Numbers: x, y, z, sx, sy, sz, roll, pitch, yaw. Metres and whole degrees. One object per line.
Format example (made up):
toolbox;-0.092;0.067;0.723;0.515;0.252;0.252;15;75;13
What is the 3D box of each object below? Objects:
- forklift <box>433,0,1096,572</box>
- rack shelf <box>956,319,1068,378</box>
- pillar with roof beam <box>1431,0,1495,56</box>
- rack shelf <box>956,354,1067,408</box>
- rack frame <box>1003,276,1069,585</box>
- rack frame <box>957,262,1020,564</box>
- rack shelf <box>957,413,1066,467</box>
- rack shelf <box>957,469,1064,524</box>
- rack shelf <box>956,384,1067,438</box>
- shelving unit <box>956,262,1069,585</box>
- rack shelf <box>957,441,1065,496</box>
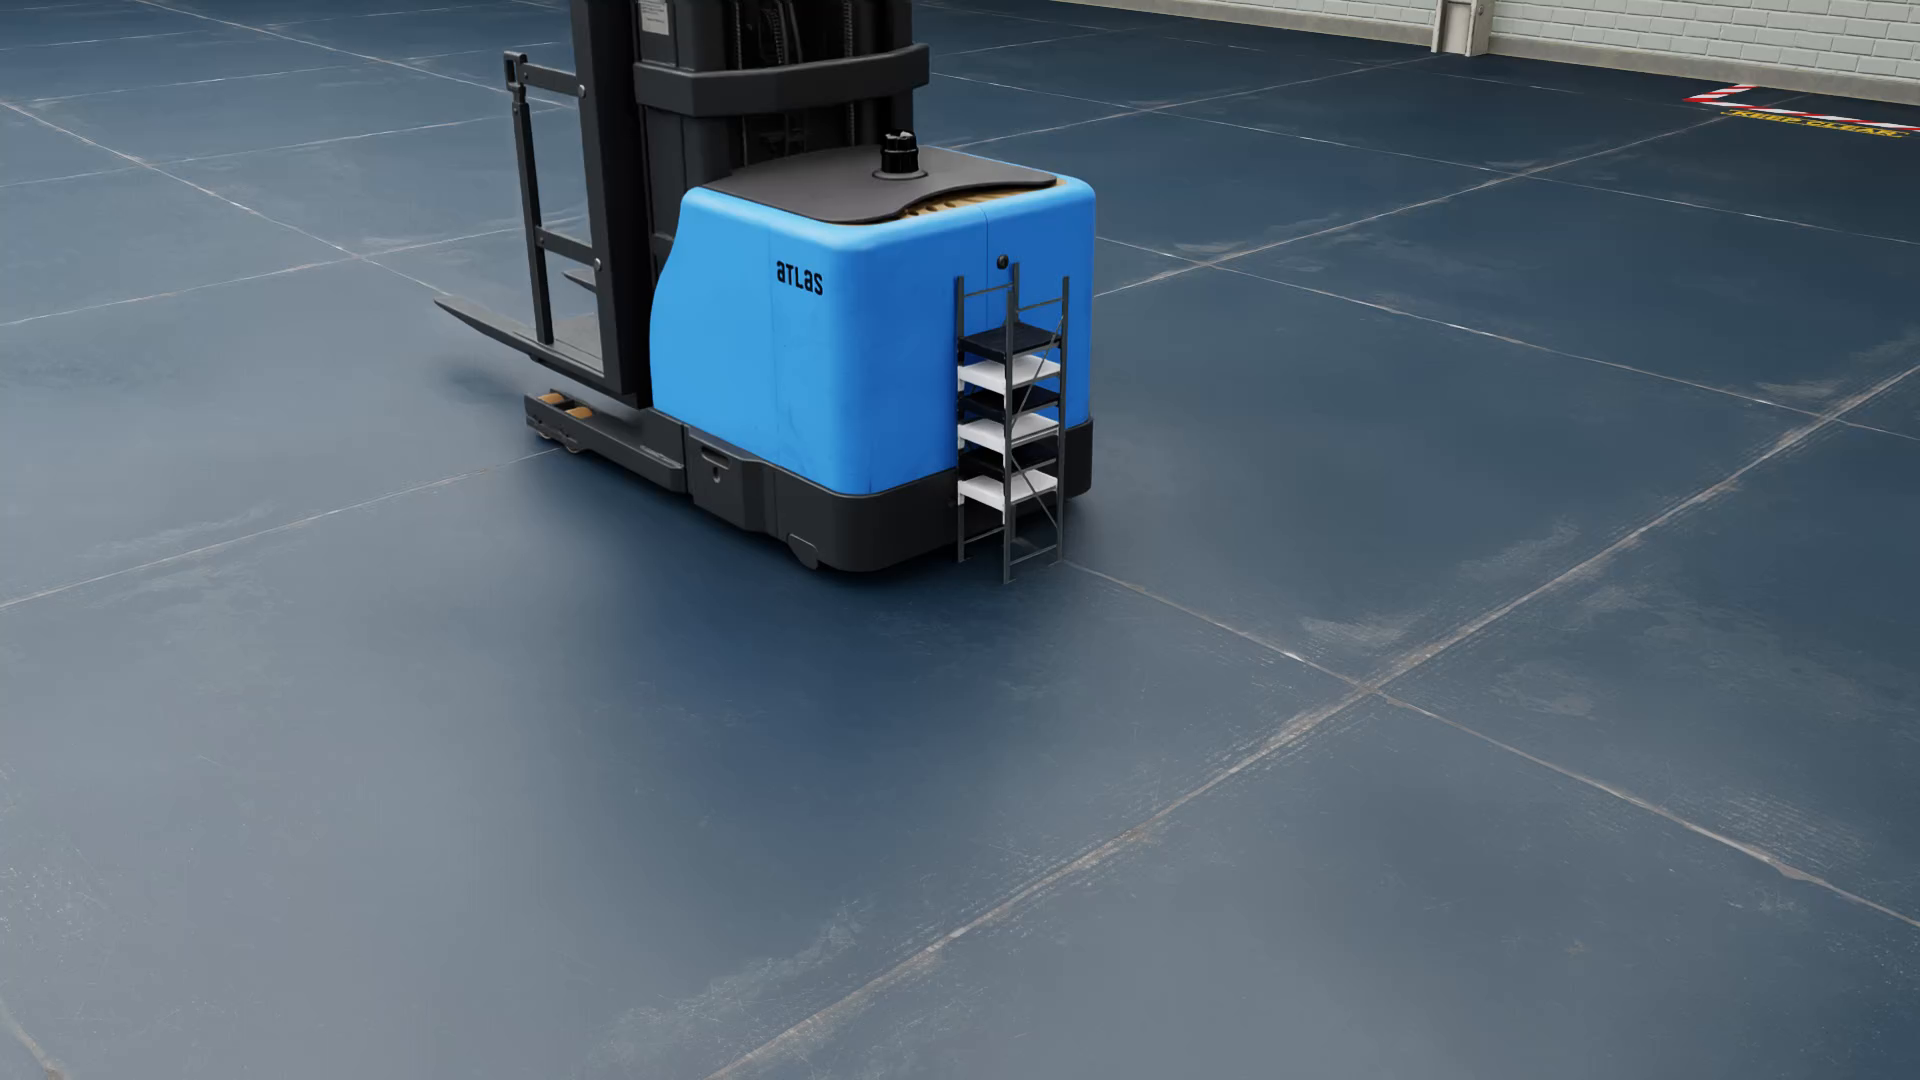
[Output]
forklift;-0.931;-1.766;5.590;1.130;2.935;3.031;-21;32;-38
rack shelf;0.152;-0.555;4.813;0.258;0.077;0.200;-21;32;-38
pillar with roof beam;1.275;-7.186;10.159;9.100;9.000;0.400;-21;32;-38
rack shelf;0.152;-0.473;4.850;0.258;0.077;0.200;-21;32;-38
rack frame;0.220;-0.309;4.842;0.240;0.900;0.006;-21;32;-38
rack frame;0.083;-0.371;4.979;0.240;0.900;0.006;-21;32;-38
rack shelf;0.152;-0.310;4.925;0.258;0.077;0.200;-21;32;-38
rack shelf;0.152;-0.146;4.999;0.258;0.077;0.200;-21;32;-38
rack shelf;0.152;-0.391;4.887;0.258;0.077;0.200;-21;32;-38
shelving unit;0.152;-0.340;4.911;0.258;0.900;0.210;-21;32;-38
rack shelf;0.152;-0.228;4.962;0.258;0.077;0.200;-21;32;-38
